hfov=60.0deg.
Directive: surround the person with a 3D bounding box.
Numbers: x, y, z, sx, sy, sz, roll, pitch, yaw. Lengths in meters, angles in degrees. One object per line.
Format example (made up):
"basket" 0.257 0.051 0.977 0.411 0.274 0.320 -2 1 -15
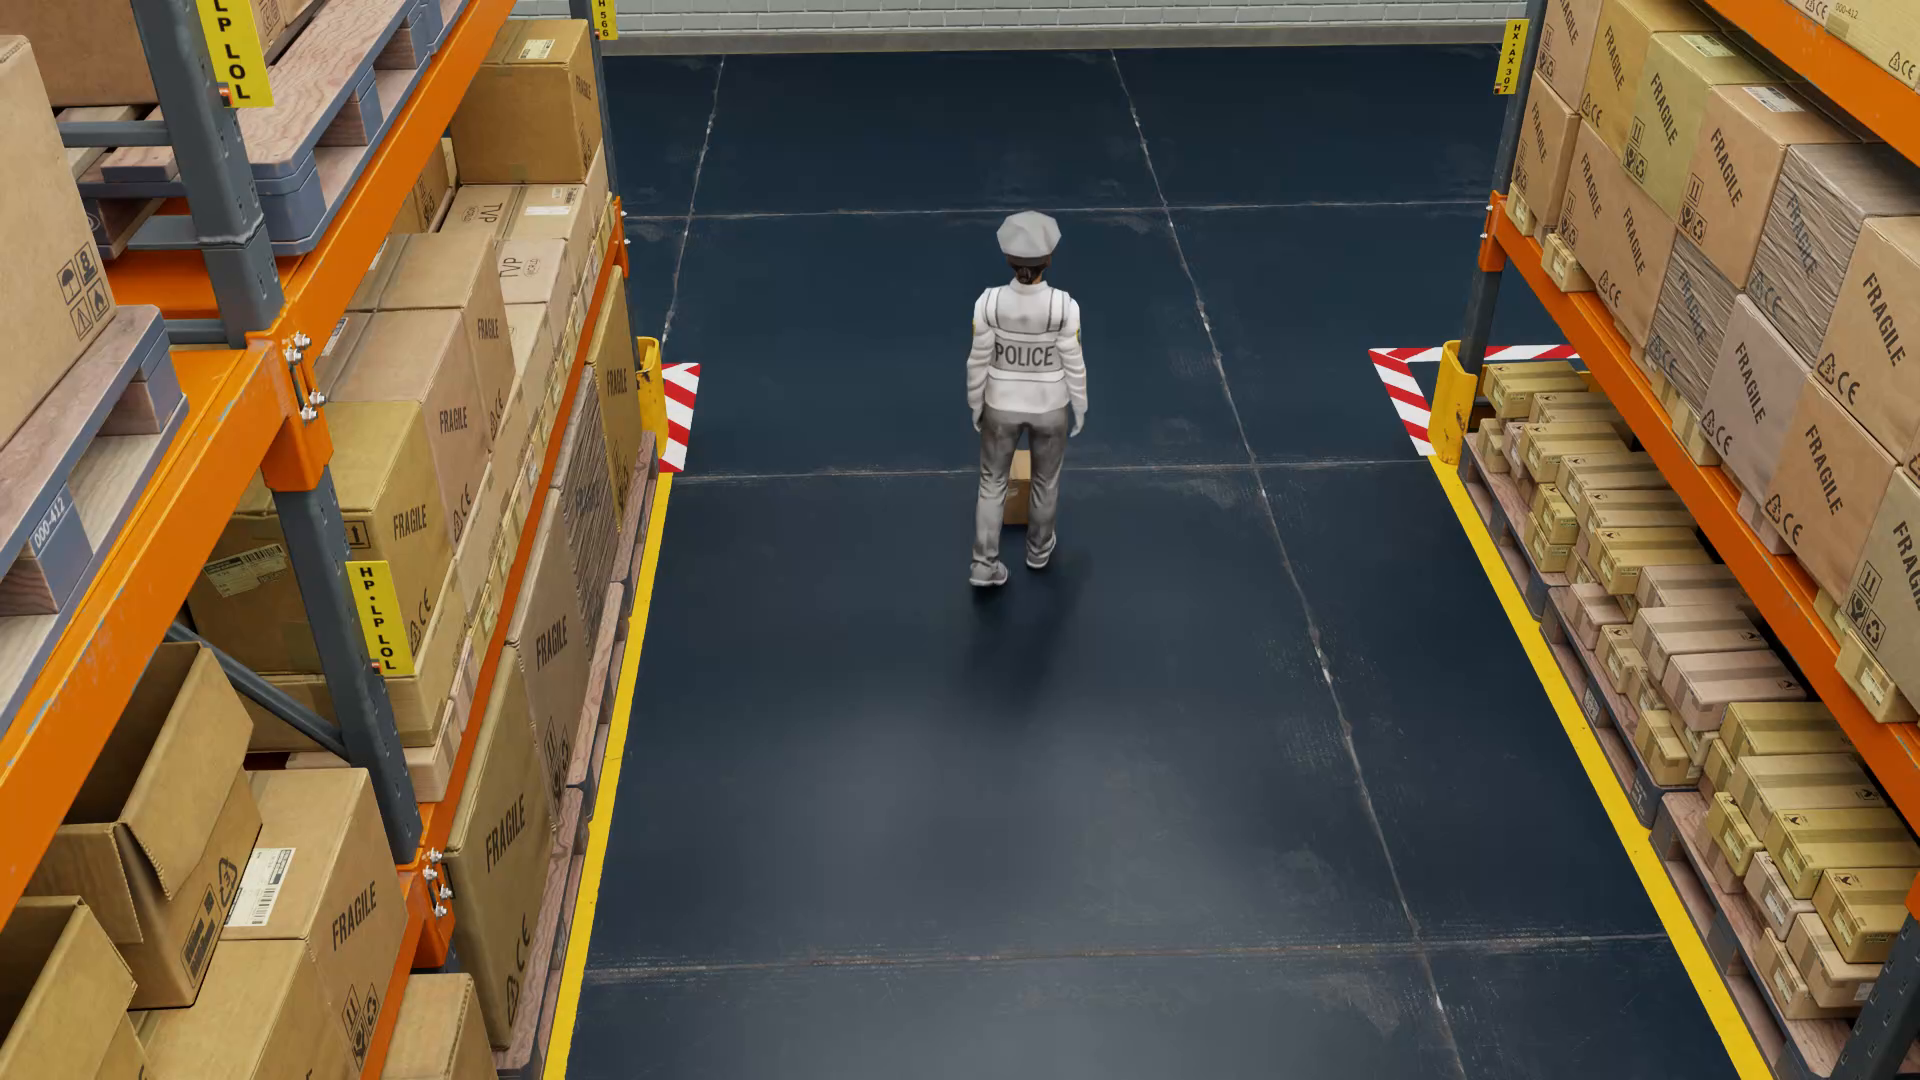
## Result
"person" 0.280 -0.559 6.902 0.494 1.688 0.543 5 36 7
